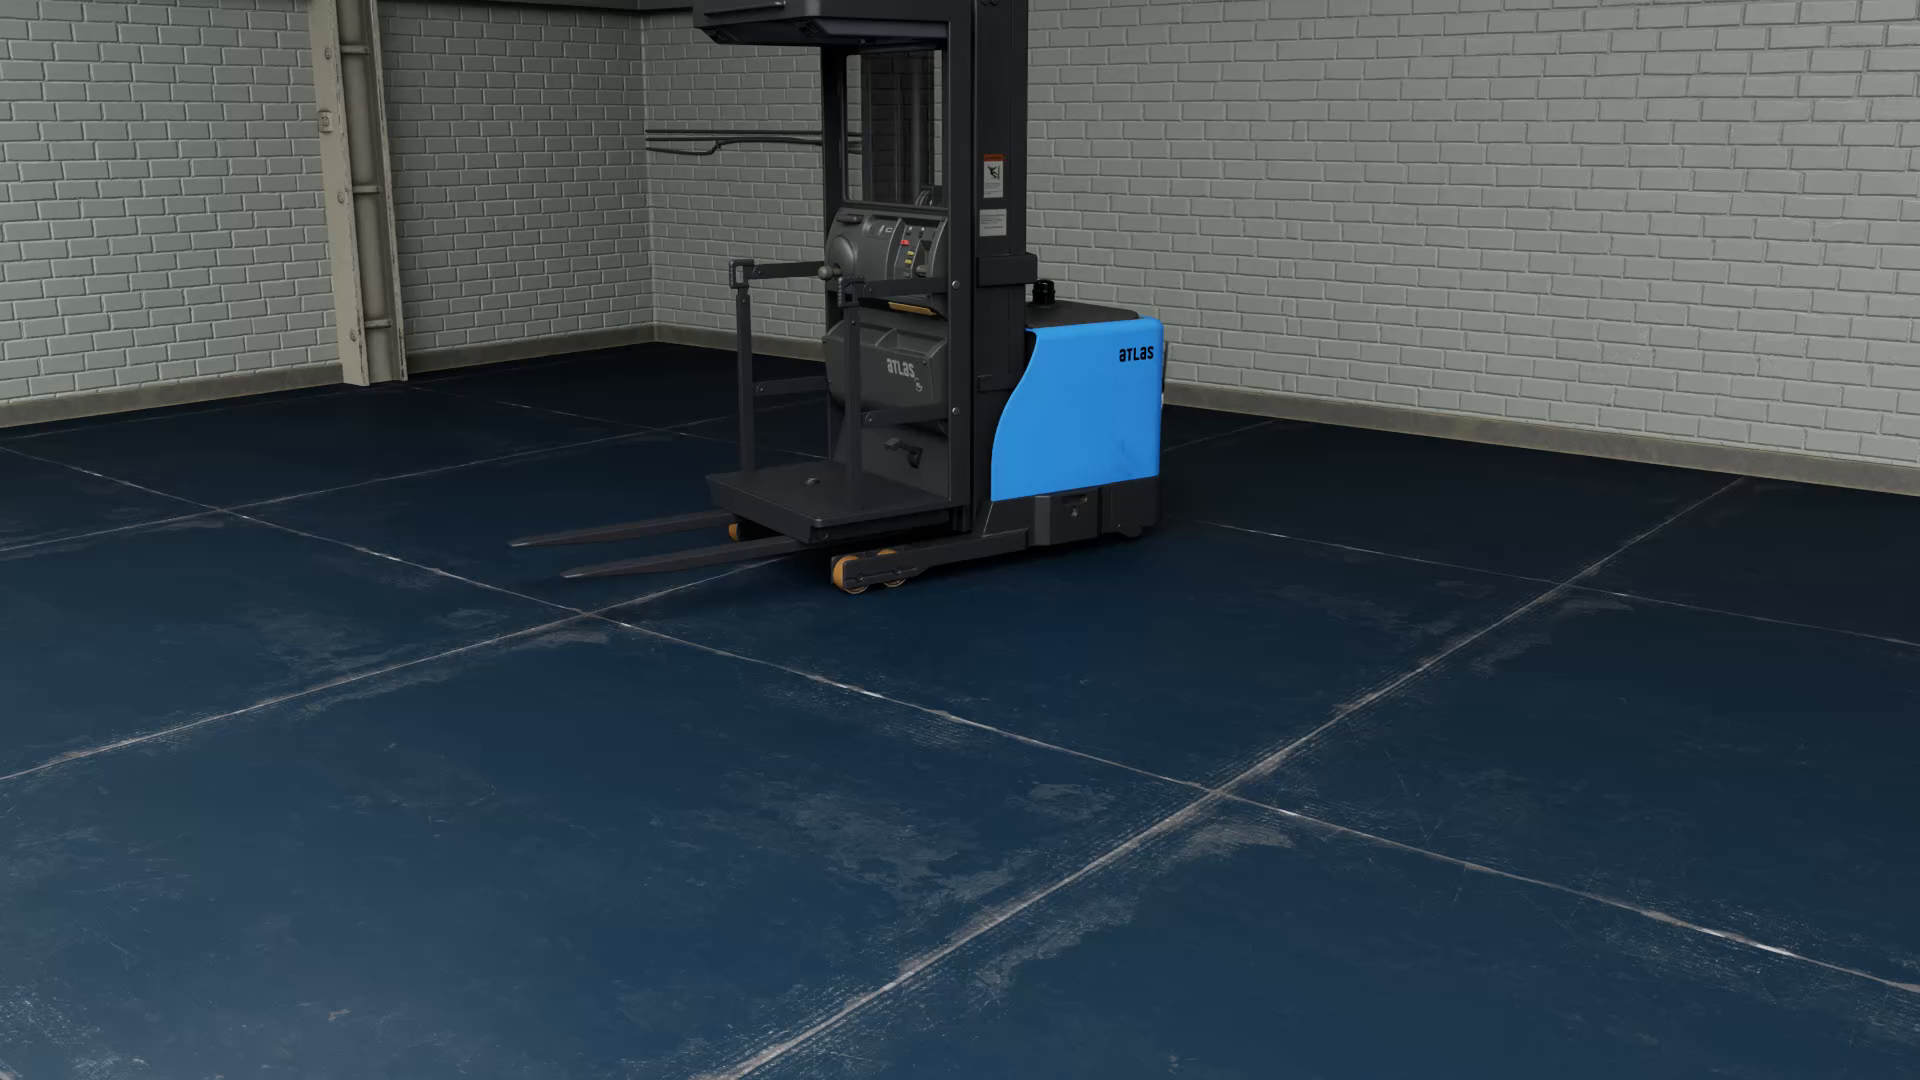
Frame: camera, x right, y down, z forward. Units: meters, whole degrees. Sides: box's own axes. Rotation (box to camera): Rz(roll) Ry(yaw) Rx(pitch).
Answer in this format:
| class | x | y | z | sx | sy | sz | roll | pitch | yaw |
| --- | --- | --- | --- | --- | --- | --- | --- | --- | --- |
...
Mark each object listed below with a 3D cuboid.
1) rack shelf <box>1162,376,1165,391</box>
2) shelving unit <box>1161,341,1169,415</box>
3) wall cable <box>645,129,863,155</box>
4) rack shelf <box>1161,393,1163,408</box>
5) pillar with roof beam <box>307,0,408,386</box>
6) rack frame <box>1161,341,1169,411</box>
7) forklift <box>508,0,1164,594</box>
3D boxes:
| class | x | y | z | sx | sy | sz | roll | pitch | yaw |
| --- | --- | --- | --- | --- | --- | --- | --- | --- | --- |
| rack shelf | 0.891 | -0.820 | 8.532 | 0.200 | 0.077 | 0.258 | -3 | 13 | -35 |
| shelving unit | 0.871 | -0.588 | 8.577 | 0.210 | 0.900 | 0.258 | -3 | 13 | -35 |
| wall cable | -1.700 | -4.461 | 13.714 | 3.097 | 2.526 | 0.112 | 11 | 18 | 38 |
| rack shelf | 0.884 | -0.732 | 8.549 | 0.200 | 0.077 | 0.258 | -3 | 13 | -35 |
| pillar with roof beam | -1.231 | -4.940 | 9.294 | 9.100 | 9.000 | 0.400 | 11 | 18 | 38 |
| rack frame | 0.955 | -0.593 | 8.635 | 0.006 | 0.900 | 0.240 | -3 | 13 | -35 |
| forklift | -0.514 | -1.334 | 7.422 | 3.031 | 2.935 | 1.130 | -10 | 17 | -33 |
